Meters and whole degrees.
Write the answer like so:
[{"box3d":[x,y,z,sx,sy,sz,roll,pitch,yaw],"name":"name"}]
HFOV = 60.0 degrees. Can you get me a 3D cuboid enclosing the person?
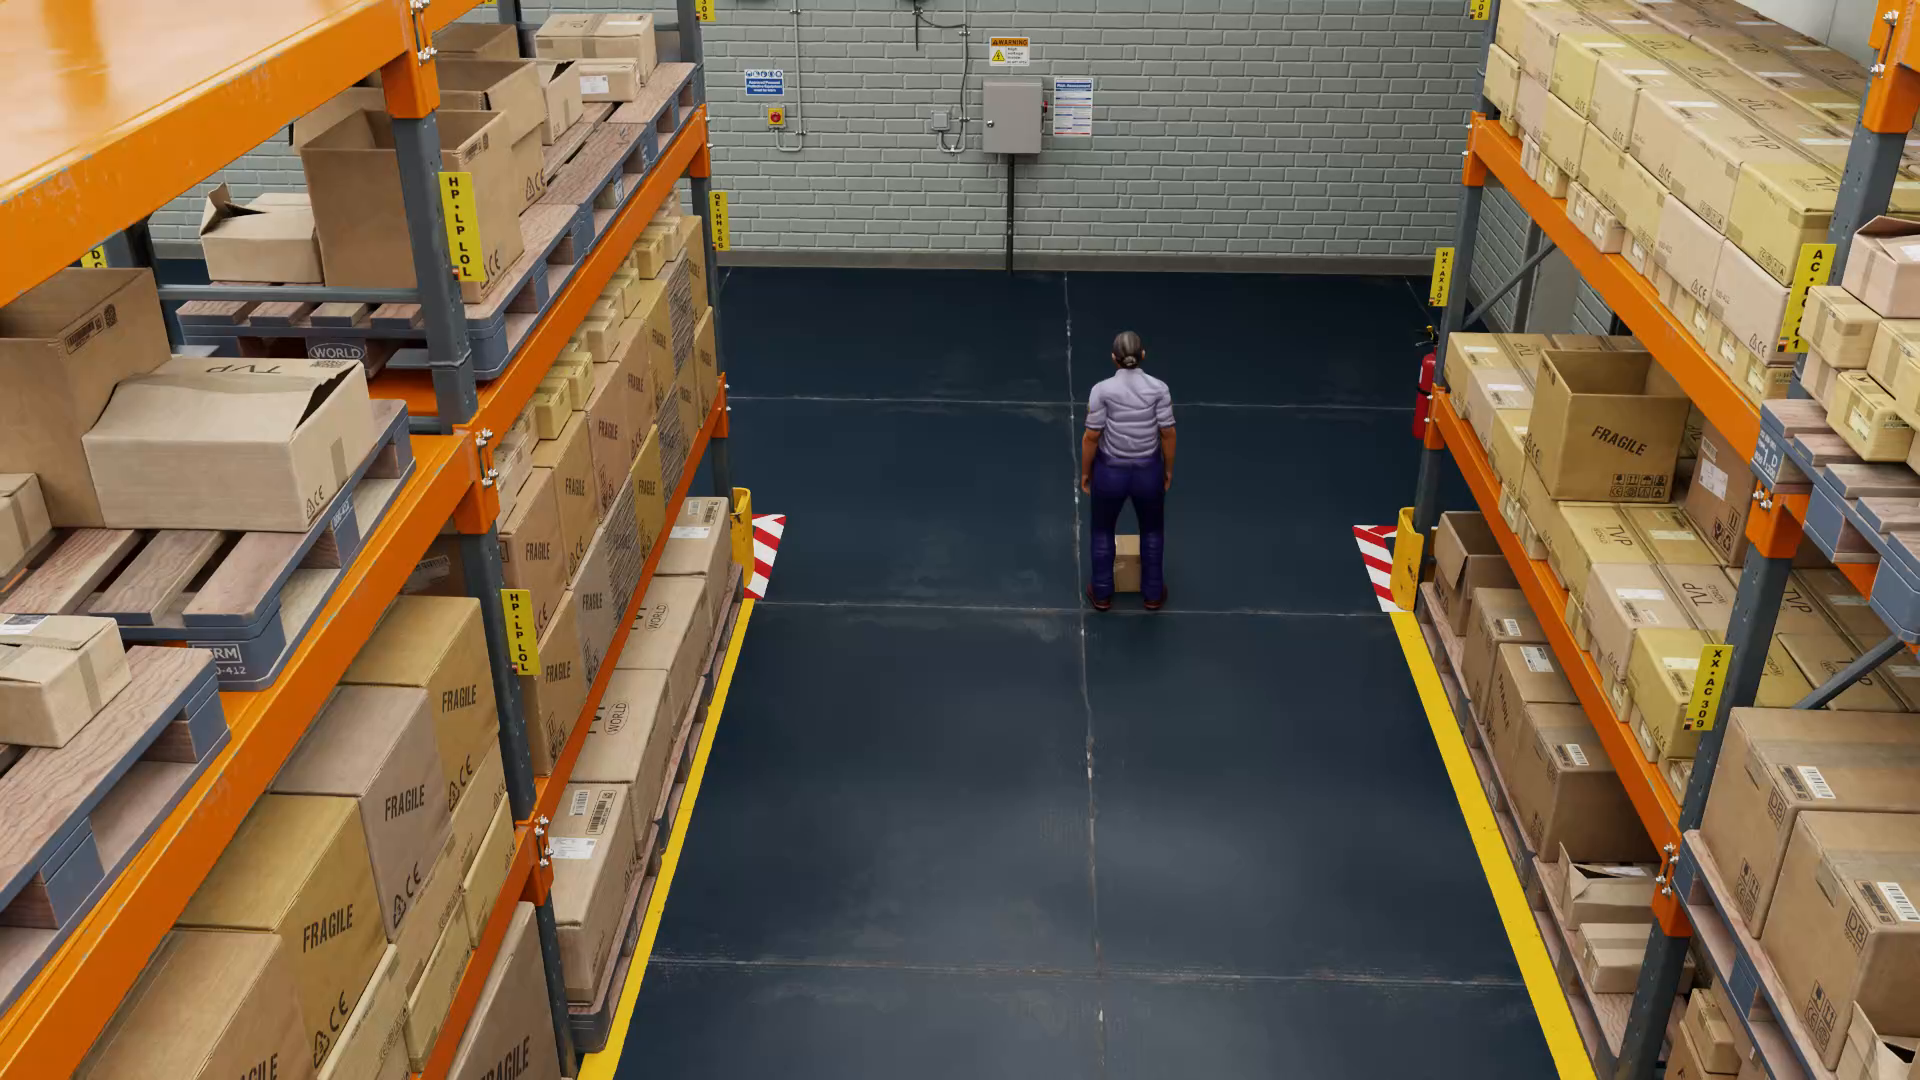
[{"box3d":[0.949,-0.366,9.316,0.555,1.650,0.370,-1,28,-1],"name":"person"}]
